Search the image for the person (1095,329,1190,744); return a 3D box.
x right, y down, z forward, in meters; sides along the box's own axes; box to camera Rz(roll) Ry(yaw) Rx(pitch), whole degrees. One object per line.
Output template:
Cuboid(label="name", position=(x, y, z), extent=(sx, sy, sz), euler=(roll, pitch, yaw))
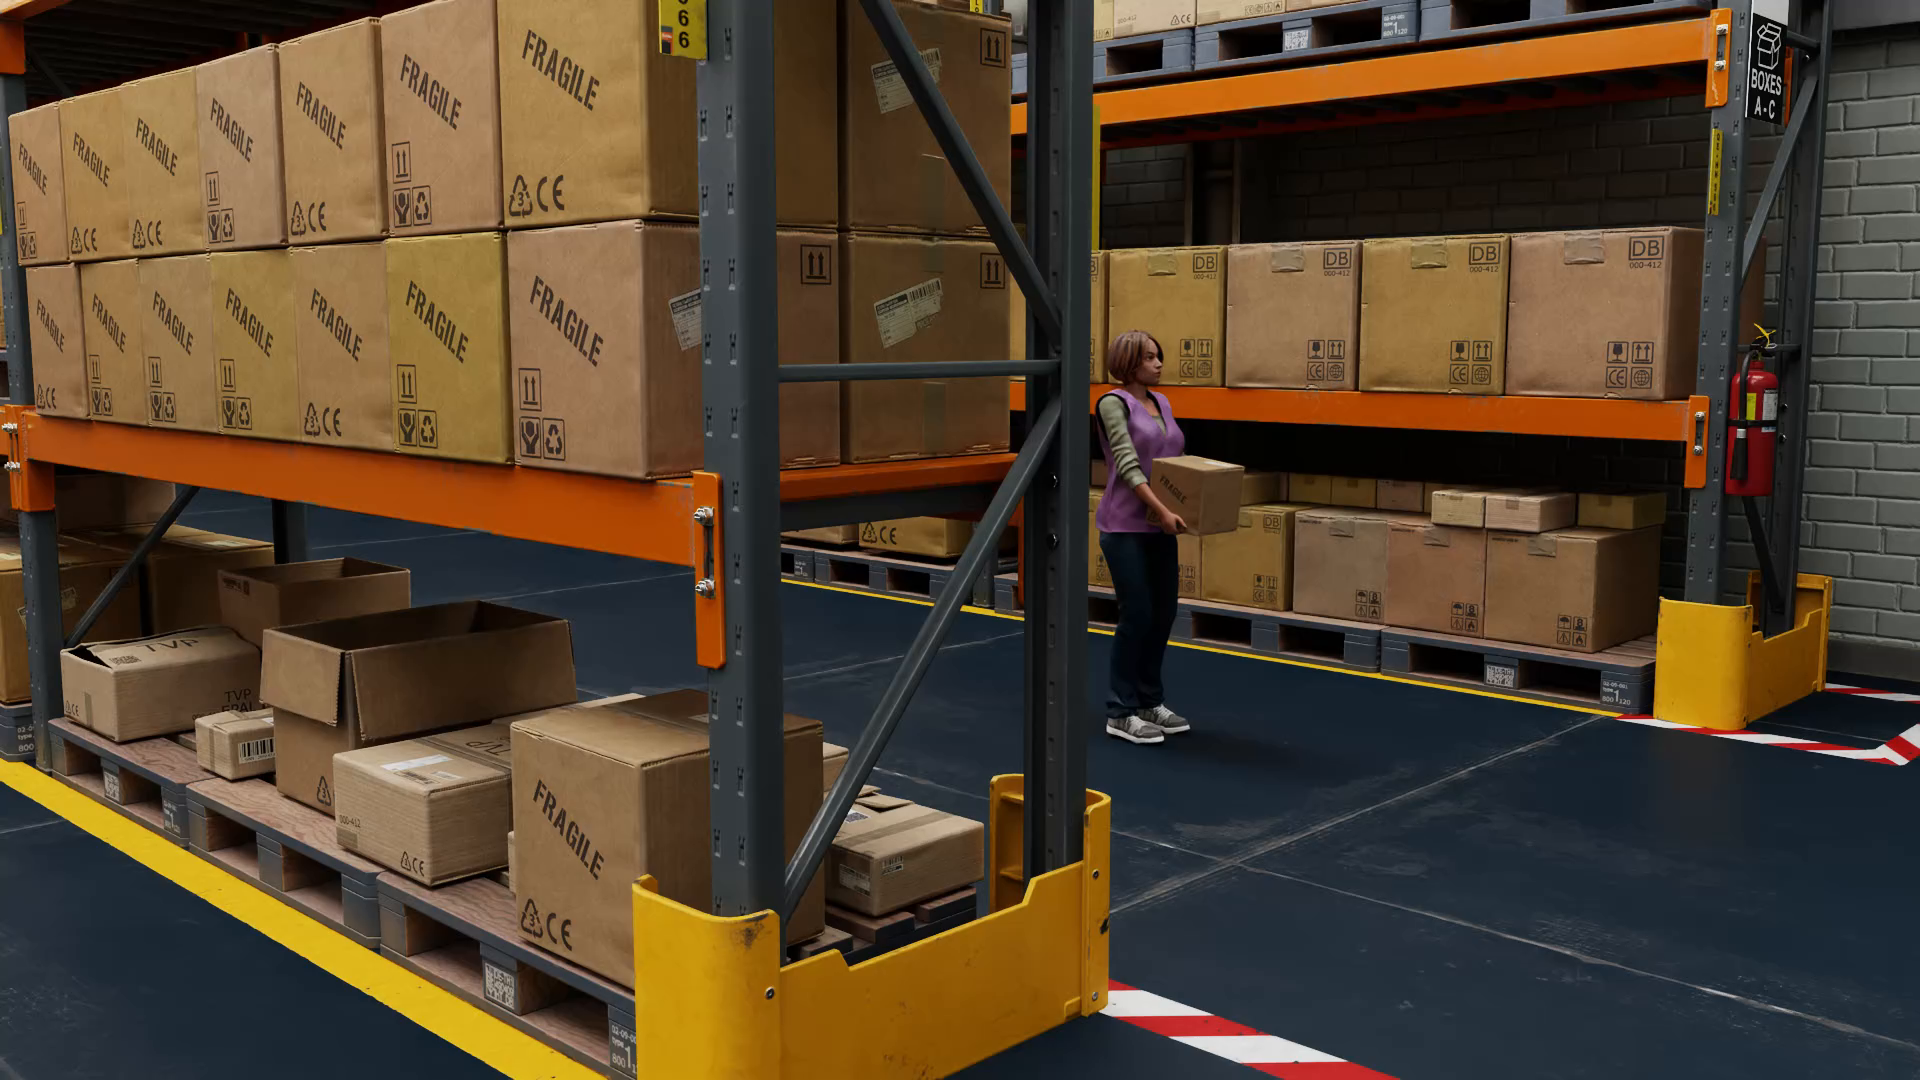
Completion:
Cuboid(label="person", position=(0.764, -0.014, 6.447), extent=(0.488, 1.592, 0.405), euler=(7, 10, 44))
